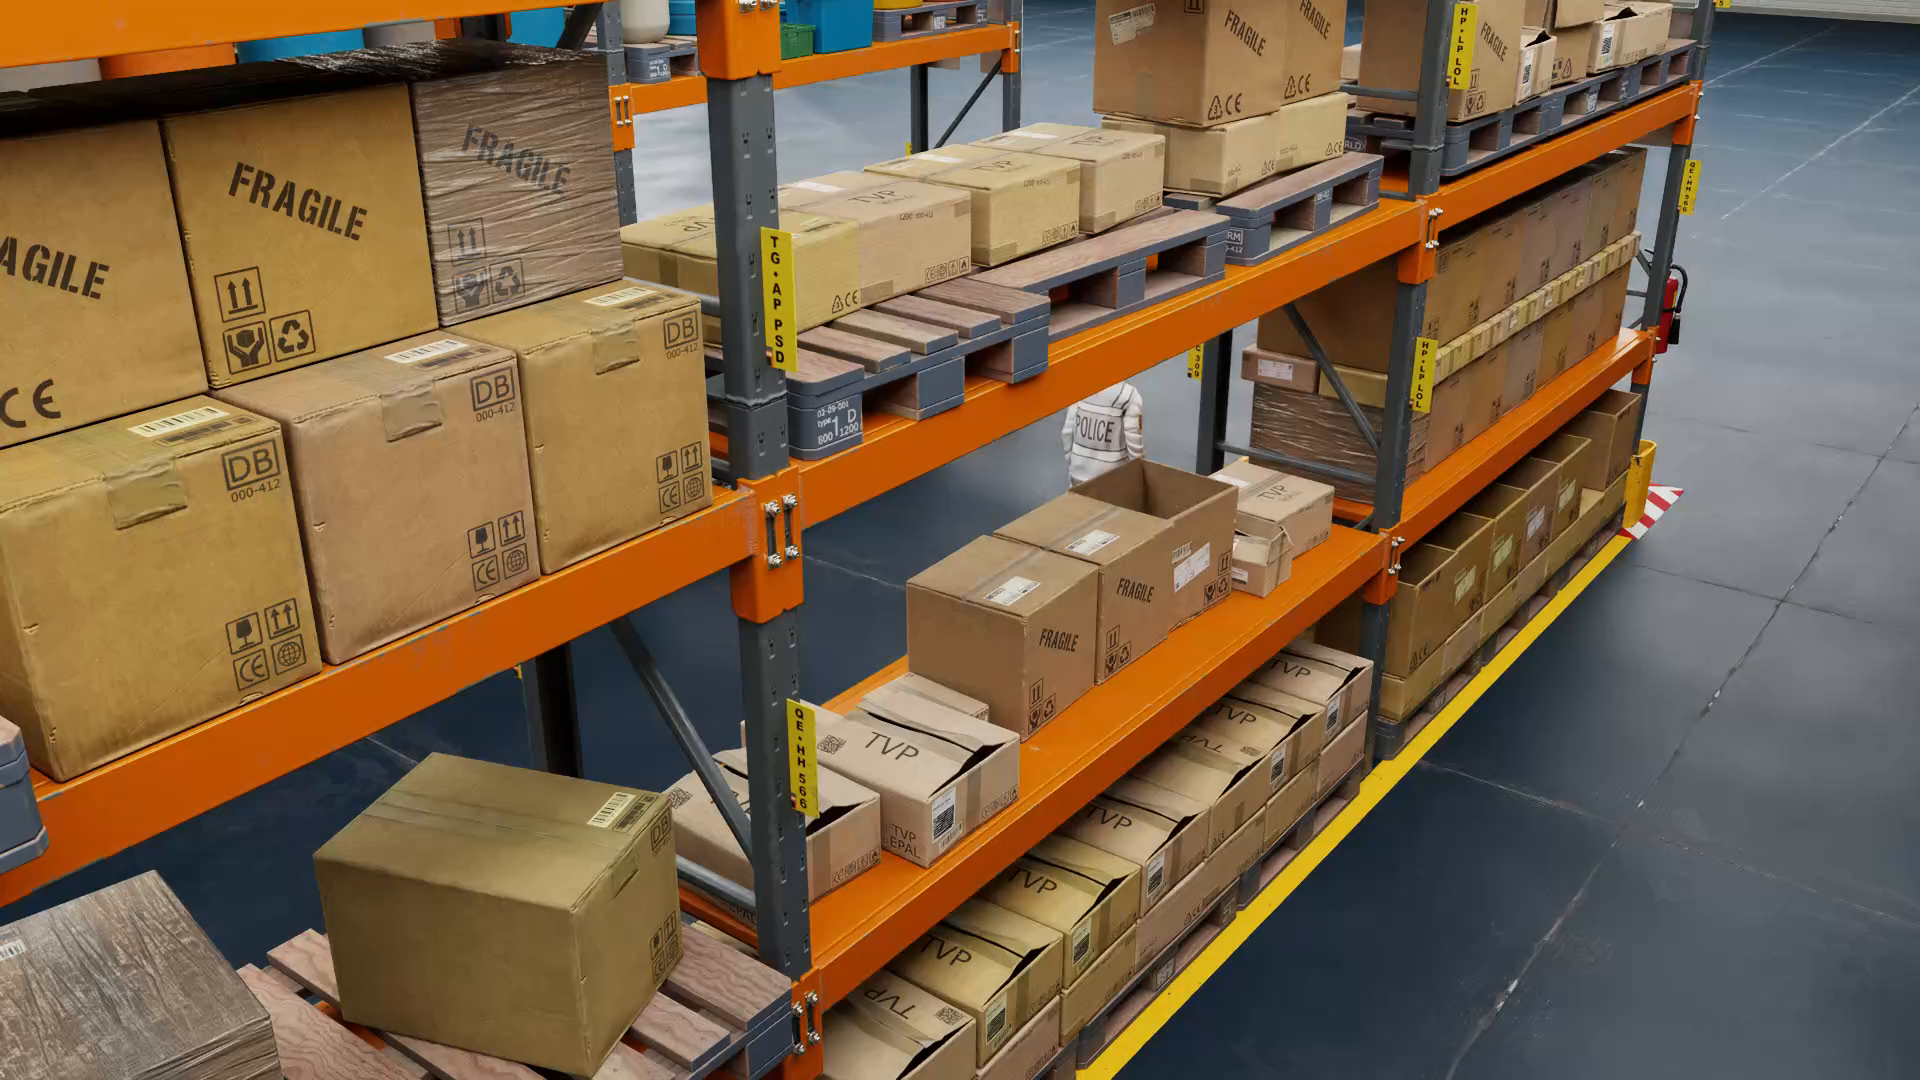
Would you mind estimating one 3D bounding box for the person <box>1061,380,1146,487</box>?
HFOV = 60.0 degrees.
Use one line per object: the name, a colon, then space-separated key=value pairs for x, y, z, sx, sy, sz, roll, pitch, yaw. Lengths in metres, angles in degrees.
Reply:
person: x=0.831 y=-0.354 z=9.403 sx=0.531 sy=1.663 sz=0.404 roll=17 pitch=29 yaw=33
